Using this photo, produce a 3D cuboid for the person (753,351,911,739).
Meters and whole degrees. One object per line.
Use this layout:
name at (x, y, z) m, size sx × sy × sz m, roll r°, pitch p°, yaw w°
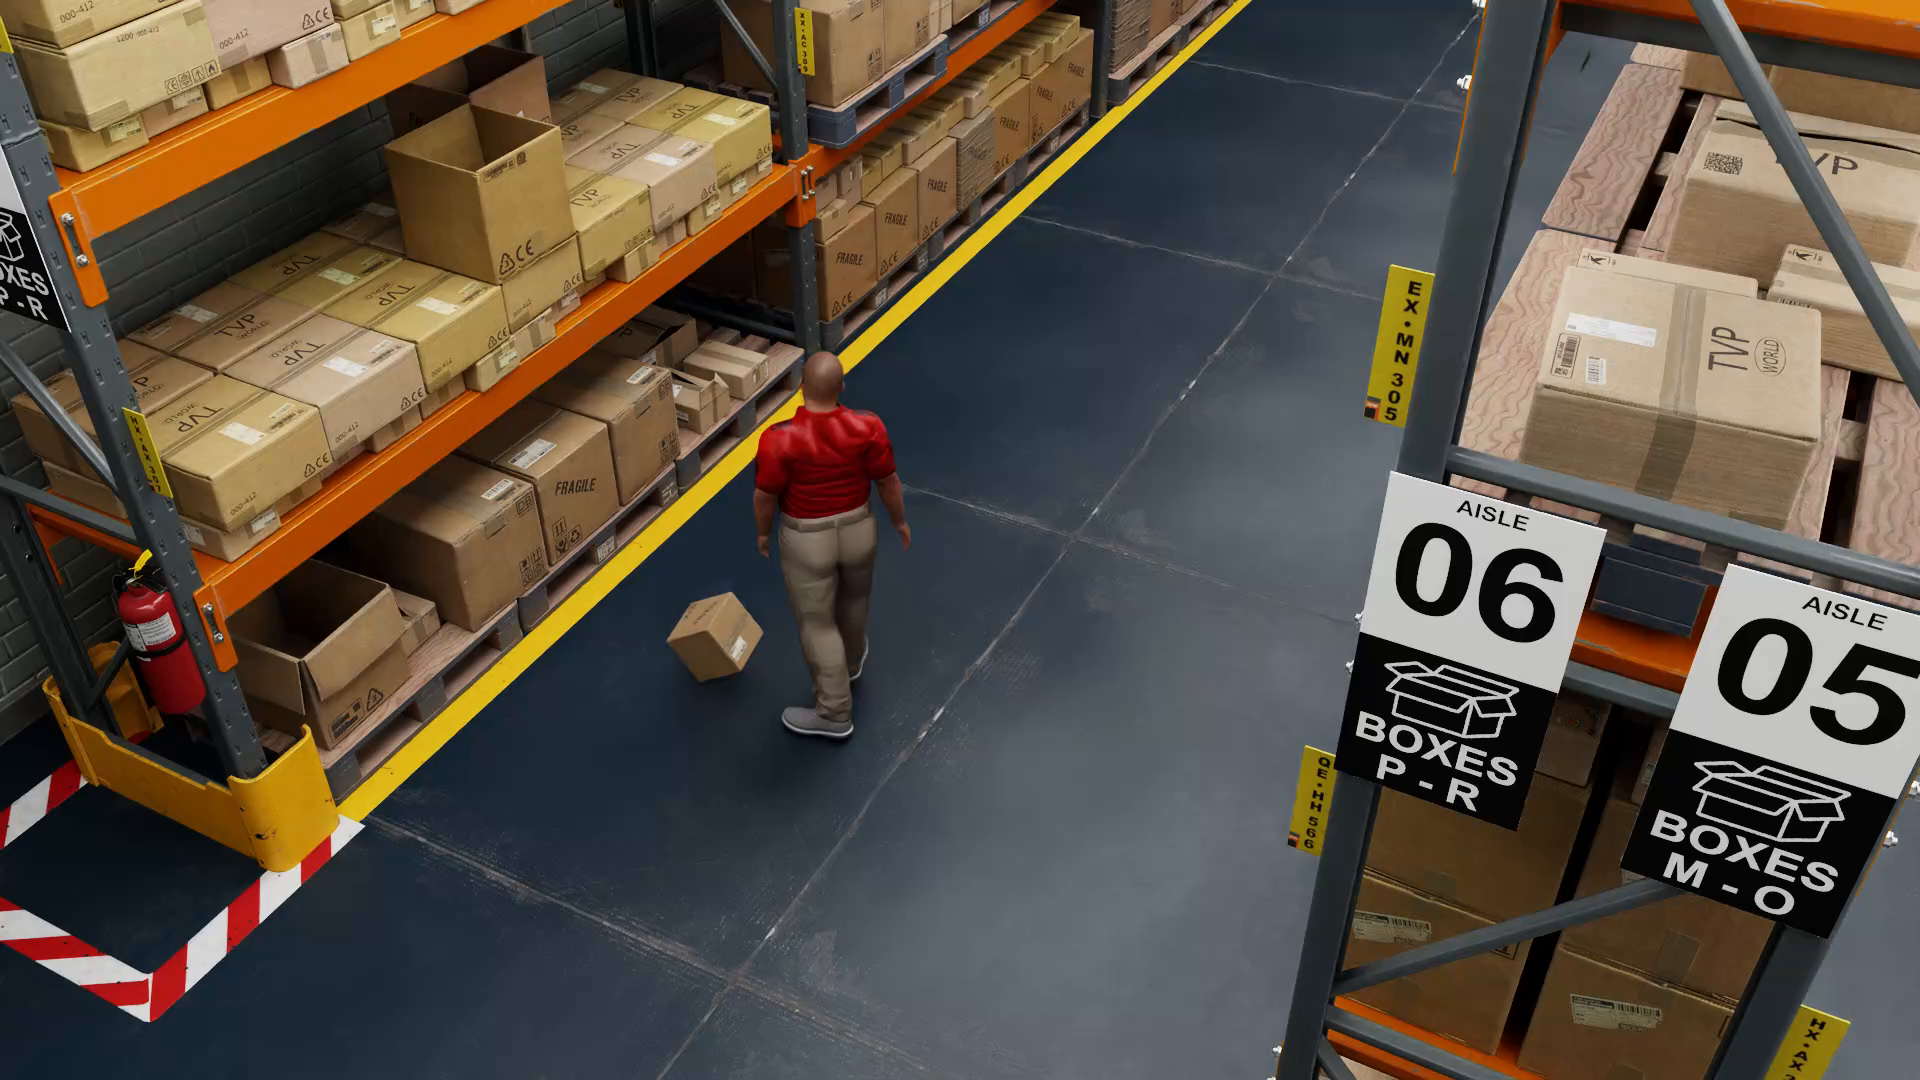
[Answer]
person at (-0.511, -0.019, 6.789) m, size 0.640 × 1.720 × 0.661 m, roll -14°, pitch 40°, yaw -17°
